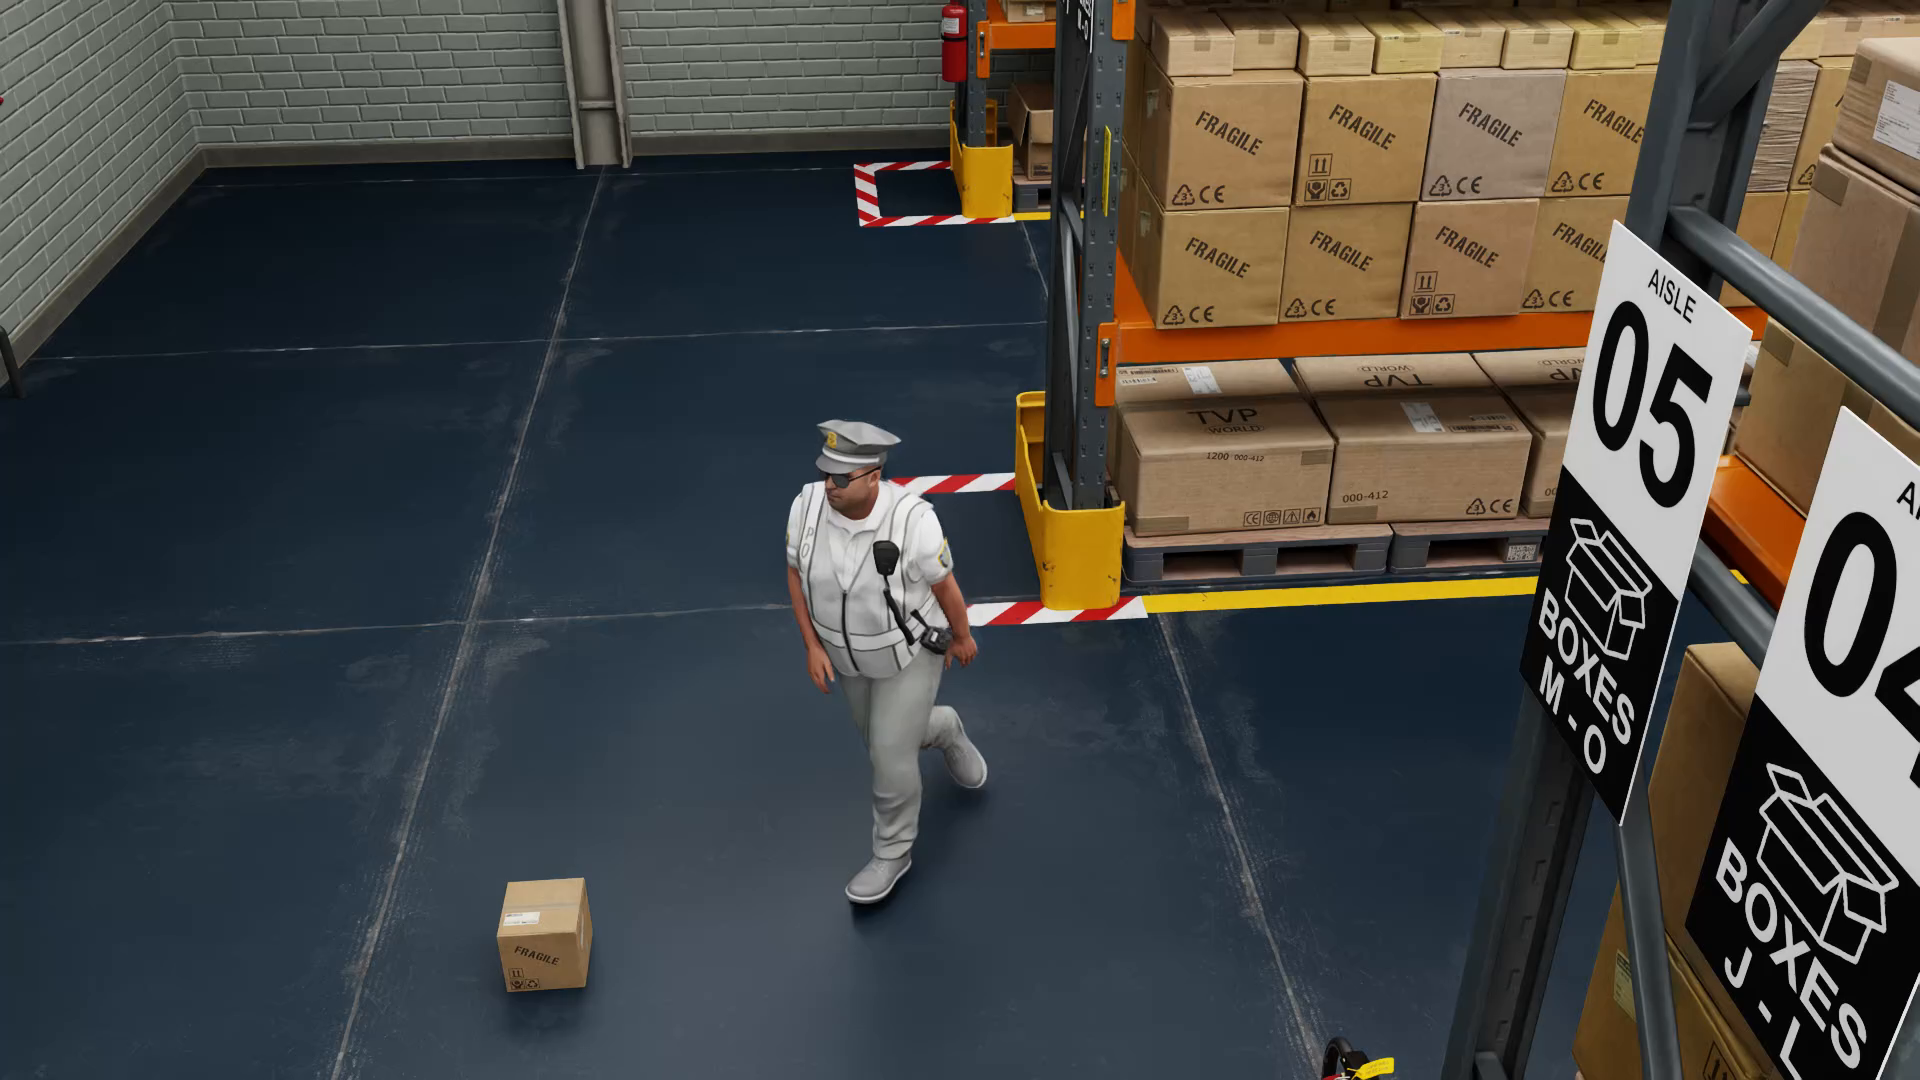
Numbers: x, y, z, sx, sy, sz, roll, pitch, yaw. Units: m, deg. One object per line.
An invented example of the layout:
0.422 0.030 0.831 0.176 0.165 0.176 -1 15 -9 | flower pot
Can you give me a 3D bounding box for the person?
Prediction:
-0.260 0.306 5.610 0.576 1.724 0.893 13 33 20 | person
